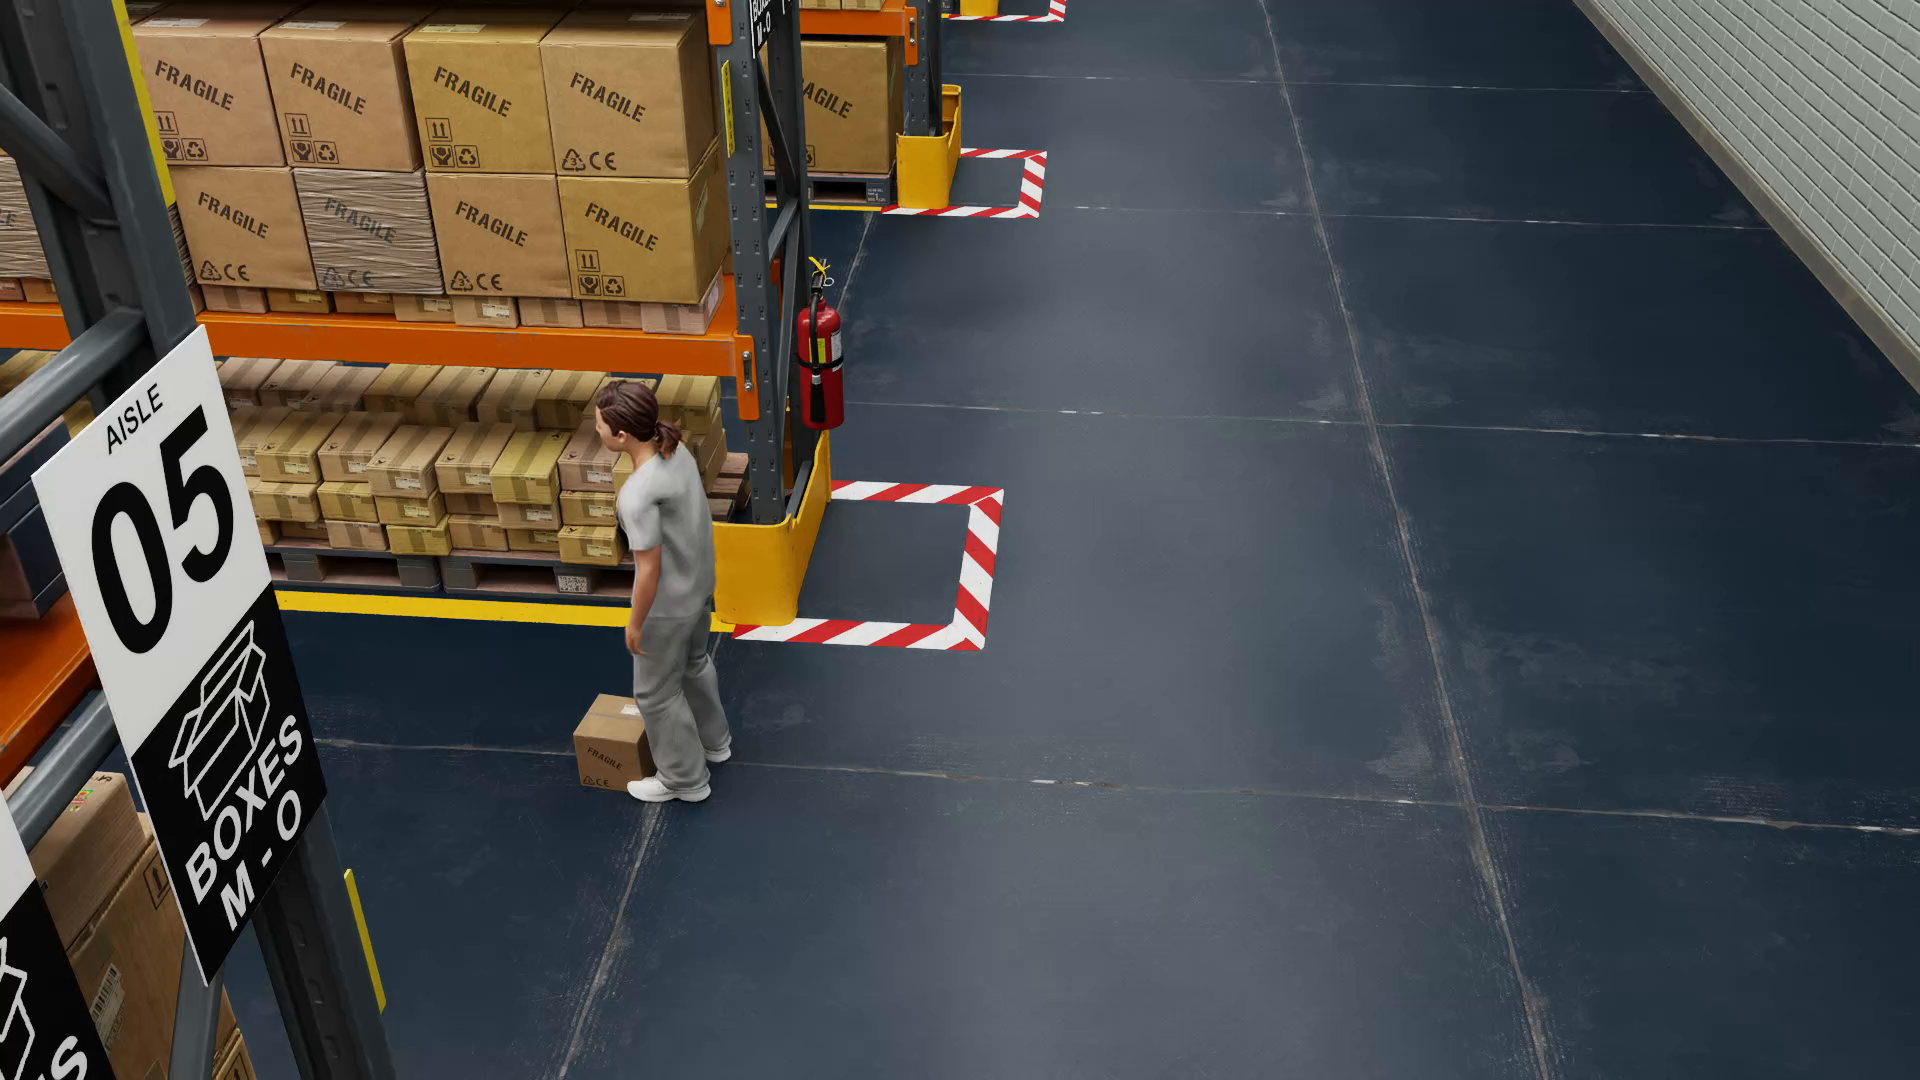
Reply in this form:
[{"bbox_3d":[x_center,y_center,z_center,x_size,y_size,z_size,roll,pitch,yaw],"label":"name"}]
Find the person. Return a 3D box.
[{"bbox_3d":[-1.037,0.190,5.834,0.361,1.673,0.511,6,33,9],"label":"person"}]
